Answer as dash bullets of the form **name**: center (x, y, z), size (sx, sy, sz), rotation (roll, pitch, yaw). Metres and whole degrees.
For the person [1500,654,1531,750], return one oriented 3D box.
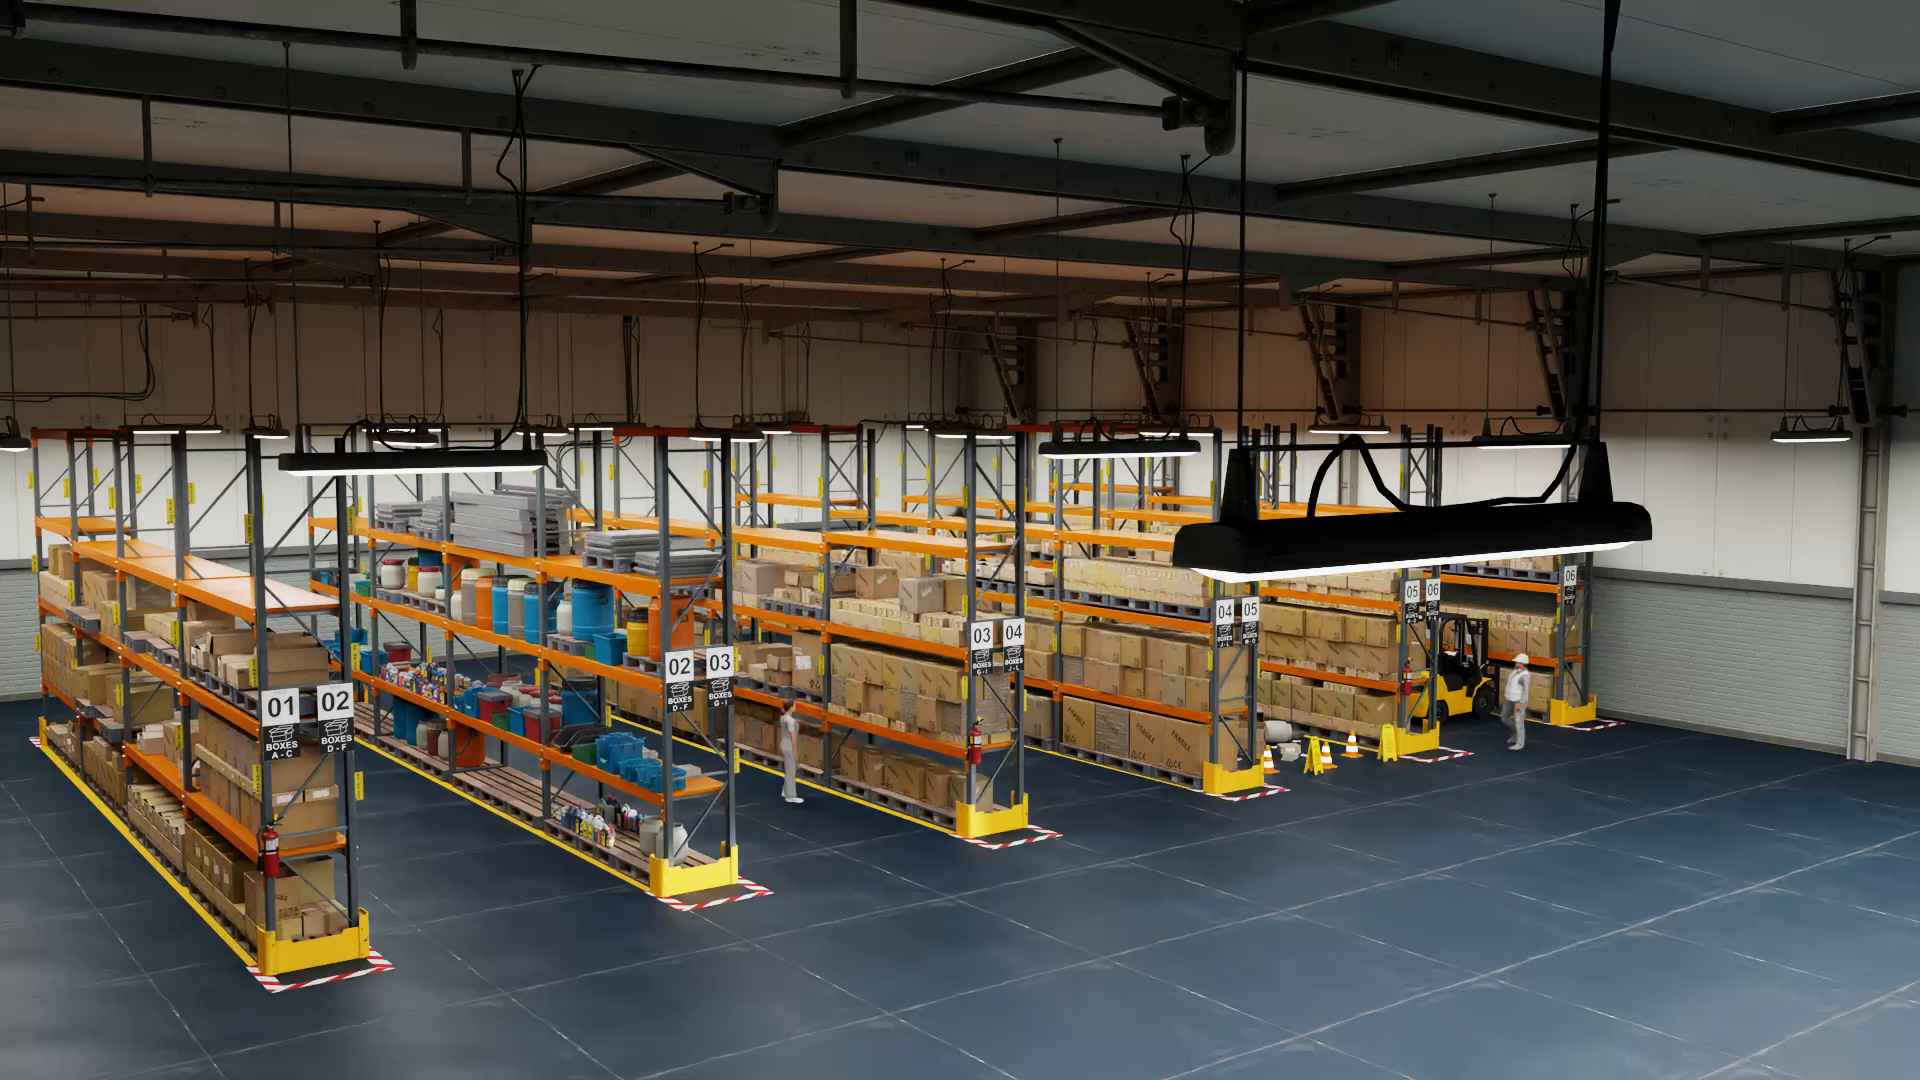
- **person**: center (10.394, 2.997, 31.103), size (0.497, 1.767, 0.632), rotation (-2, 5, -19)

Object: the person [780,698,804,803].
- **person**: center (-2.738, 3.422, 26.865), size (0.368, 1.742, 0.497), rotation (-1, 5, -17)
